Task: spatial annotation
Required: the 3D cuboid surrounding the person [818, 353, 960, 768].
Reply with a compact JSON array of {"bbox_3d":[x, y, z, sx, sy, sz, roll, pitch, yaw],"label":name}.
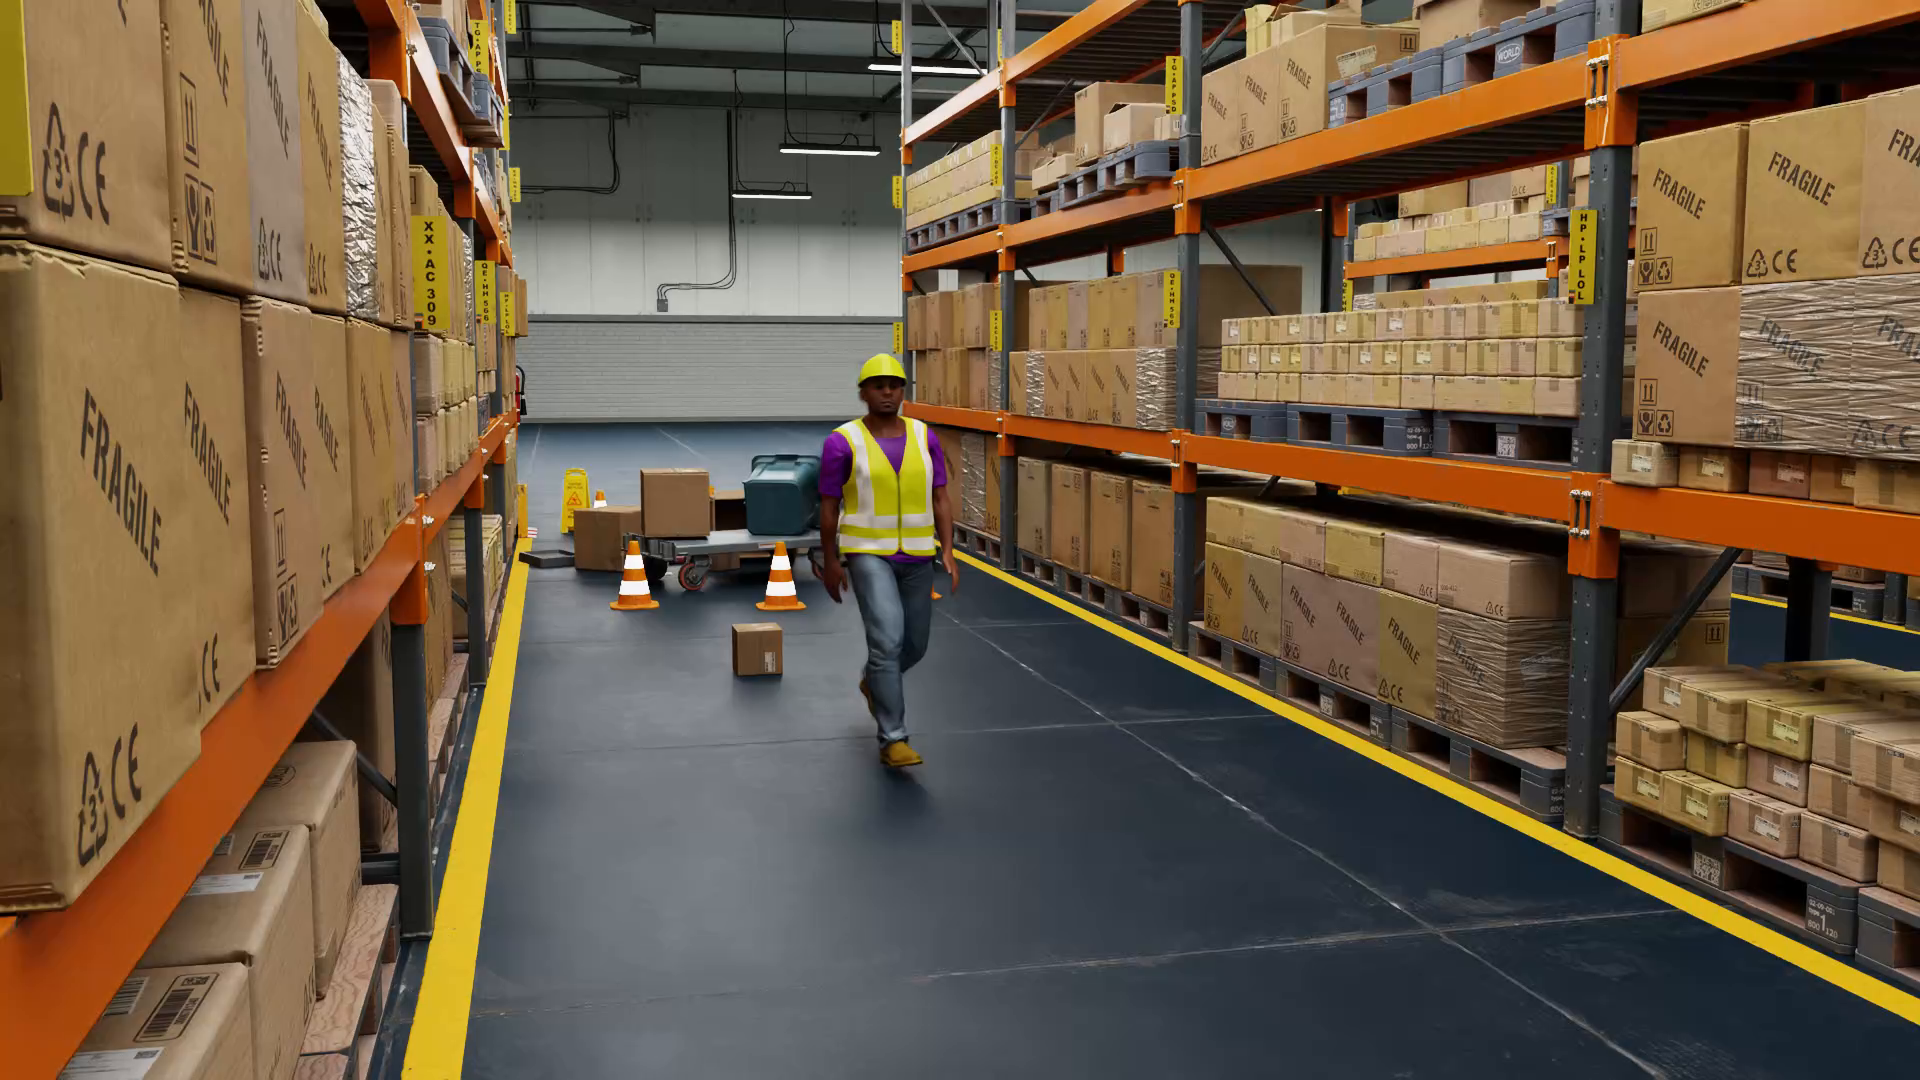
[{"bbox_3d":[-0.317,0.063,7.201,0.563,1.730,0.964,-3,7,-24],"label":"person"}]
